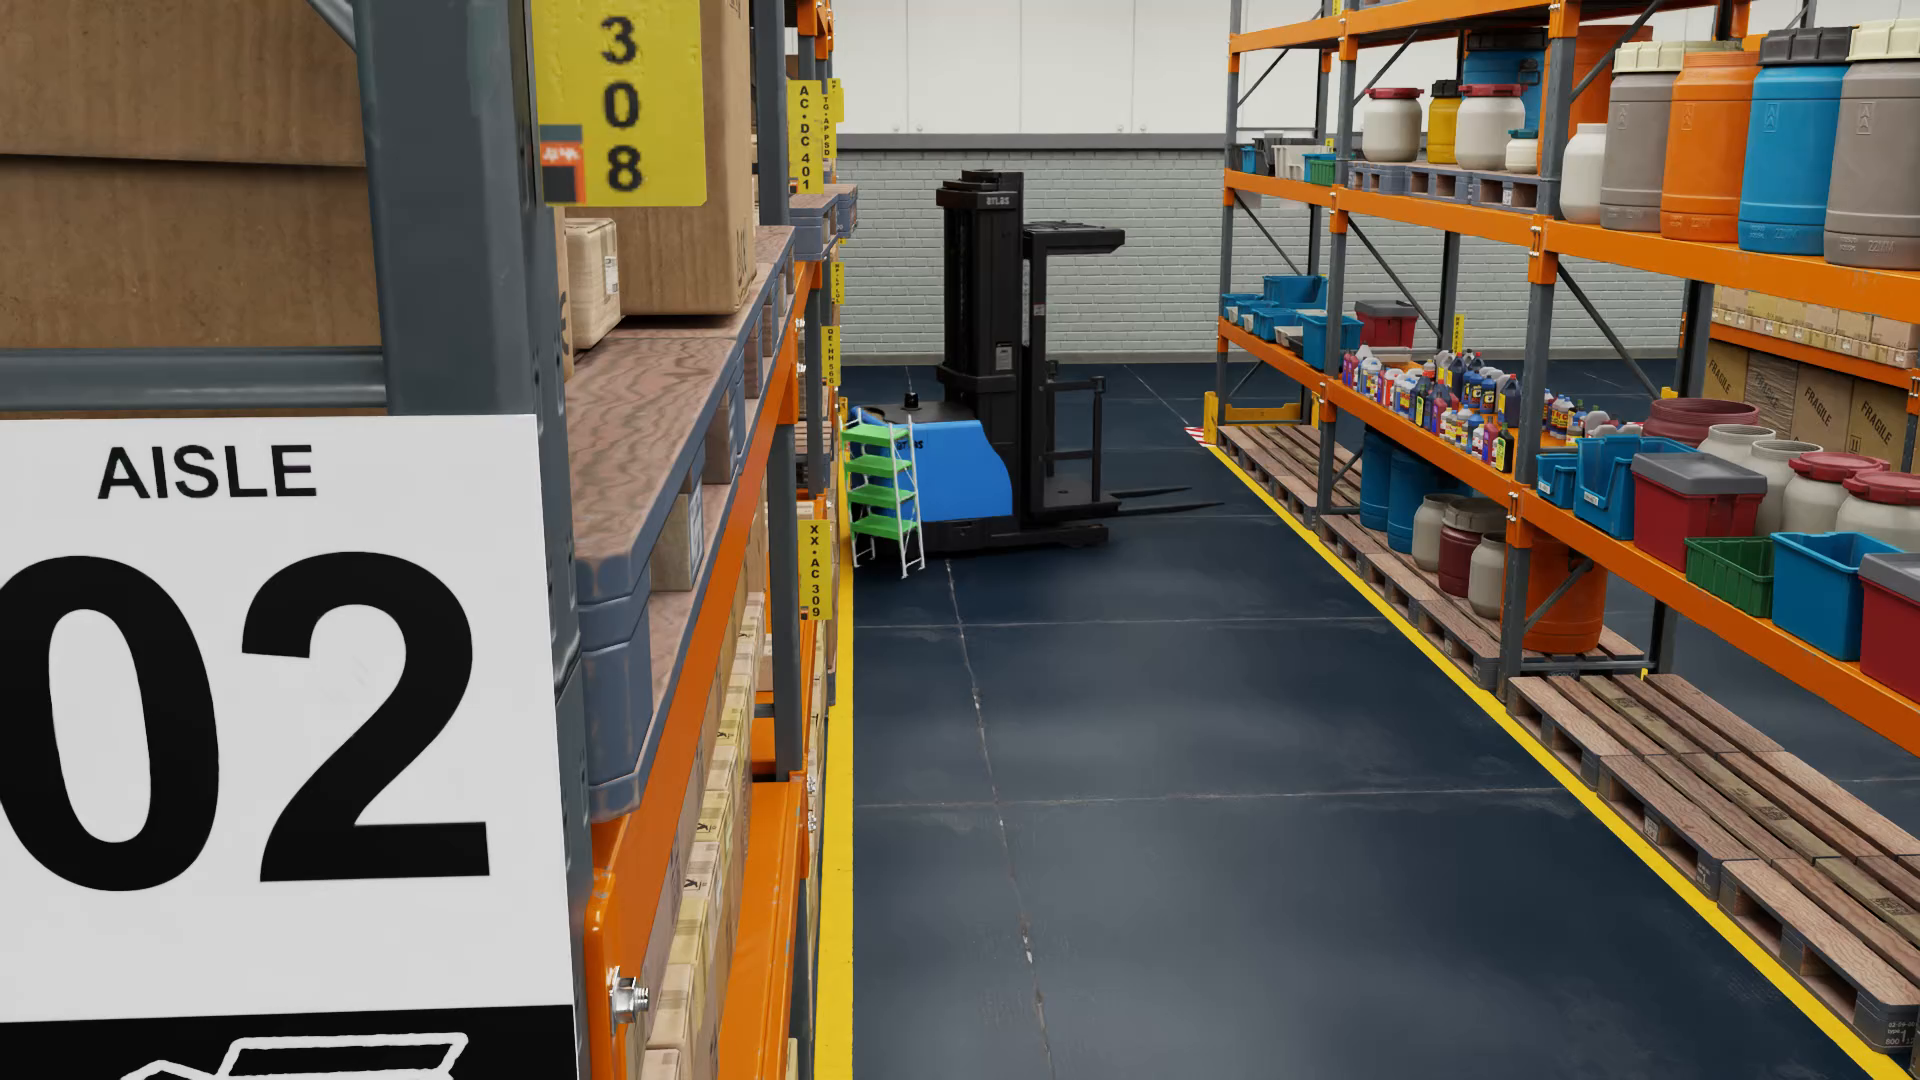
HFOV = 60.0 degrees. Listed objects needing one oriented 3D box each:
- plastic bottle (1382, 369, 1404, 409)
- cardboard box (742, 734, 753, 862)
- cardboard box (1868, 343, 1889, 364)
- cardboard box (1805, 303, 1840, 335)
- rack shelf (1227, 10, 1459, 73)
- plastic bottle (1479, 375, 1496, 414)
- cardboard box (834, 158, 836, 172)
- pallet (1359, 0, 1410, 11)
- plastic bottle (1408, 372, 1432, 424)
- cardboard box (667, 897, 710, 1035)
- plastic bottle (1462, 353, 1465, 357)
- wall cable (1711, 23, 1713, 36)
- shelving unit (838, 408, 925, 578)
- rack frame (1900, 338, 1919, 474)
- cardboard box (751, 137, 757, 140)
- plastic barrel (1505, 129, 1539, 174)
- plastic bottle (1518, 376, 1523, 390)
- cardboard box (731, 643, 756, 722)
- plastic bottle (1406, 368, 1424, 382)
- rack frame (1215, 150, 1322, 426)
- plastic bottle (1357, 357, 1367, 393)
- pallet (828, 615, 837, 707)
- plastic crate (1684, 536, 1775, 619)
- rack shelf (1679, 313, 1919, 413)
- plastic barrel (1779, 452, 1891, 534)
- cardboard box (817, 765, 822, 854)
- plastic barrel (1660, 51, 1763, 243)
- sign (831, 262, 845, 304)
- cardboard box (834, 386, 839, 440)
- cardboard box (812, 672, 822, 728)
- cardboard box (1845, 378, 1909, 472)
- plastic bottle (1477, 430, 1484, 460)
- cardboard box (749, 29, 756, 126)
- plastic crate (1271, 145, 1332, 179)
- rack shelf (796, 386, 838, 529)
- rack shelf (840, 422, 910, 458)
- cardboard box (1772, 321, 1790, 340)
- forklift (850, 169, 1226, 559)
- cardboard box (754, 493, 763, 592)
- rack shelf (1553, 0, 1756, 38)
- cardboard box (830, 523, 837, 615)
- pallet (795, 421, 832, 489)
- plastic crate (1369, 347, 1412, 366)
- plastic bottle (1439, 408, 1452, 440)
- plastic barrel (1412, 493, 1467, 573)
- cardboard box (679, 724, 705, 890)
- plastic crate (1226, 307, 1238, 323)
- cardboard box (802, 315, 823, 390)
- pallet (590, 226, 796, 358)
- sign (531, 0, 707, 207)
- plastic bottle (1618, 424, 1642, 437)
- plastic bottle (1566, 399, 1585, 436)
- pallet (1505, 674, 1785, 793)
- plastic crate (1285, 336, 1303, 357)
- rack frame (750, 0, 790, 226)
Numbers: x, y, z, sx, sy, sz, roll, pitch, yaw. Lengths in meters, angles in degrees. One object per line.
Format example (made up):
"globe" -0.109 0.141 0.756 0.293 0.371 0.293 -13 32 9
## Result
"plastic bottle" 3.144 -1.092 12.000 0.152 0.276 0.135 -1 14 -3
"cardboard box" -0.976 0.623 4.883 0.700 0.500 0.500 -1 14 -5
"cardboard box" 8.020 -1.593 14.203 0.380 0.149 0.250 -1 14 -2
"cardboard box" 8.026 -2.013 15.034 0.500 0.250 0.500 -1 14 -2
"rack shelf" 3.315 -4.364 14.675 1.077 0.370 4.000 -1 14 -3
"plastic bottle" 3.739 -1.034 11.784 0.097 0.271 0.097 0 14 0
"cardboard box" -1.458 -3.679 16.087 0.500 0.250 0.500 -1 14 -3
"pallet" 3.520 -3.918 11.878 1.003 0.211 1.213 -1 14 -3
"plastic bottle" 3.177 -0.983 11.424 0.144 0.351 0.185 -1 14 -3
"cardboard box" -0.653 0.773 3.001 0.380 0.149 0.250 -1 14 -4
"plastic bottle" 3.845 -1.297 12.782 0.061 0.283 0.133 -1 14 -3
"wall cable" 11.224 -8.498 22.038 2.277 5.999 0.120 -1 14 -3
"shelving unit" -0.586 -0.354 12.439 0.503 1.200 0.258 11 25 36
"rack frame" 8.382 -1.580 13.647 1.000 3.000 0.127 -1 14 -3
"cardboard box" -1.099 -1.632 7.289 0.500 0.250 0.500 -1 14 -5
"plastic barrel" 3.474 -2.362 10.103 0.301 0.262 0.301 0 14 0
"plastic bottle" 3.890 -0.982 11.423 0.144 0.351 0.185 -1 14 -3
"cardboard box" -0.747 0.390 4.489 0.380 0.149 0.250 -1 14 -5
"plastic bottle" 3.296 -1.095 12.010 0.152 0.276 0.135 -1 14 -3
"rack frame" 3.191 -2.498 17.217 1.000 3.000 0.127 -1 14 -3
"plastic bottle" 3.075 -1.258 12.653 0.097 0.271 0.097 0 14 0
"pallet" -1.266 0.731 10.262 1.003 0.211 1.213 -1 14 -3
"plastic crate" 3.545 0.160 7.310 0.450 0.188 0.662 -1 14 -3
"rack shelf" 8.258 -1.729 15.670 1.077 0.370 4.000 -1 14 -3
"plastic barrel" 4.021 -0.111 7.666 0.433 0.535 0.433 0 14 0
"cardboard box" -0.883 1.203 7.505 0.500 0.250 0.500 -1 14 -2
"plastic barrel" 3.561 -1.799 7.618 0.600 0.830 0.708 -1 14 -3
"sign" -0.952 -1.998 12.949 0.100 0.325 0.005 -1 14 -3
"cardboard box" -1.474 -1.294 16.669 0.500 0.500 0.500 -1 14 -3
"cardboard box" -0.912 0.805 7.929 0.500 0.311 0.500 -1 14 -4
"cardboard box" 8.421 -0.920 14.503 0.875 0.875 0.875 -1 14 -3
"plastic bottle" 3.232 -0.593 10.210 0.097 0.201 0.097 0 14 0
"cardboard box" -1.278 -2.527 9.102 0.500 0.500 0.500 -1 14 -3
"plastic crate" 3.020 -3.338 14.697 0.437 0.282 0.530 -1 14 -3
"rack shelf" -1.382 -0.582 11.213 1.077 0.370 4.000 -1 14 -3
"rack shelf" -0.618 -0.744 12.297 0.480 0.148 0.258 11 25 36
"cardboard box" 7.923 -1.977 15.696 0.380 0.149 0.250 -1 14 -5
"forklift" 0.674 -1.472 13.365 3.031 2.935 1.130 -5 15 -18
"cardboard box" -1.105 0.066 7.048 0.500 0.500 0.500 -1 14 -3
"rack shelf" 3.810 -2.375 6.943 1.077 0.370 4.000 -1 14 -3
"cardboard box" -1.065 0.192 10.895 0.500 0.500 0.500 -1 14 -4
"pallet" -1.370 -0.508 9.865 1.213 0.211 1.003 -1 14 -3
"plastic crate" 3.552 -1.523 13.834 0.396 0.136 0.243 -1 14 -3
"plastic bottle" 3.190 -0.762 10.868 0.097 0.201 0.097 0 14 0
"plastic barrel" 3.445 -0.049 11.846 0.421 0.512 0.421 0 14 0
"cardboard box" -0.883 0.370 3.266 0.700 0.500 0.500 -1 14 -3
"plastic crate" 2.815 -2.252 16.669 0.250 0.136 0.298 -1 14 -3
"cardboard box" -1.335 -1.241 11.288 0.700 0.500 0.500 -5 15 -18
"pallet" -0.931 -0.636 4.138 1.003 0.211 1.213 -1 14 -3
"sign" -0.208 -0.365 0.993 0.100 0.325 0.005 -1 14 -3
"plastic bottle" 3.982 -0.561 9.937 0.152 0.276 0.135 -1 14 -3
"plastic bottle" 3.976 -0.771 10.739 0.061 0.283 0.133 -1 14 -3
"pallet" 3.696 1.035 9.080 1.003 0.211 1.213 -1 14 -3
"plastic crate" 3.101 -1.674 14.443 0.437 0.125 0.590 -1 14 -3
"rack frame" -1.010 -2.344 4.576 1.000 3.000 0.127 -1 14 -3
